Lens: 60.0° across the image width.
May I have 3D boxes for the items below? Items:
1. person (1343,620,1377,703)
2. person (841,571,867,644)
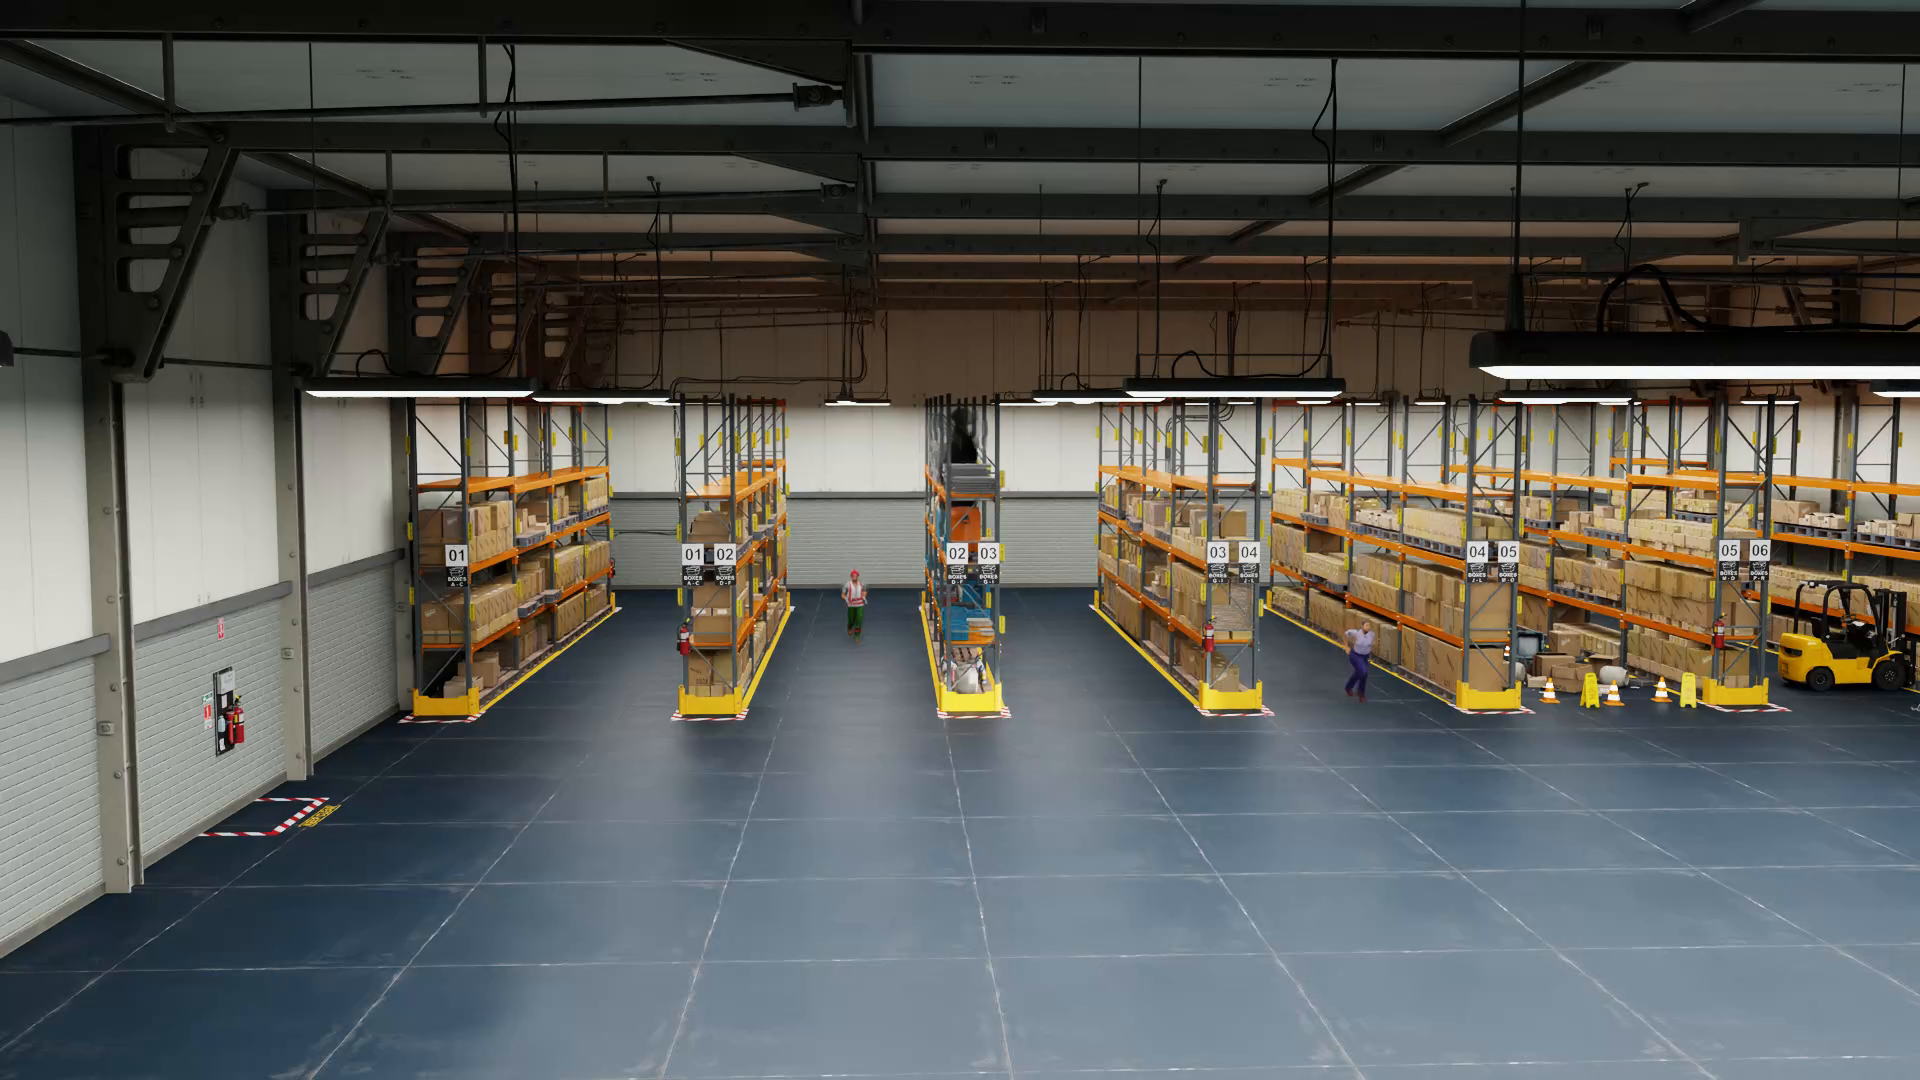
[{"bbox_3d":[7.821,2.359,32.605,0.597,1.629,0.892,-2,5,-25],"label":"person"},{"bbox_3d":[-2.575,1.627,40.761,0.657,1.771,0.863,-1,5,-15],"label":"person"}]
